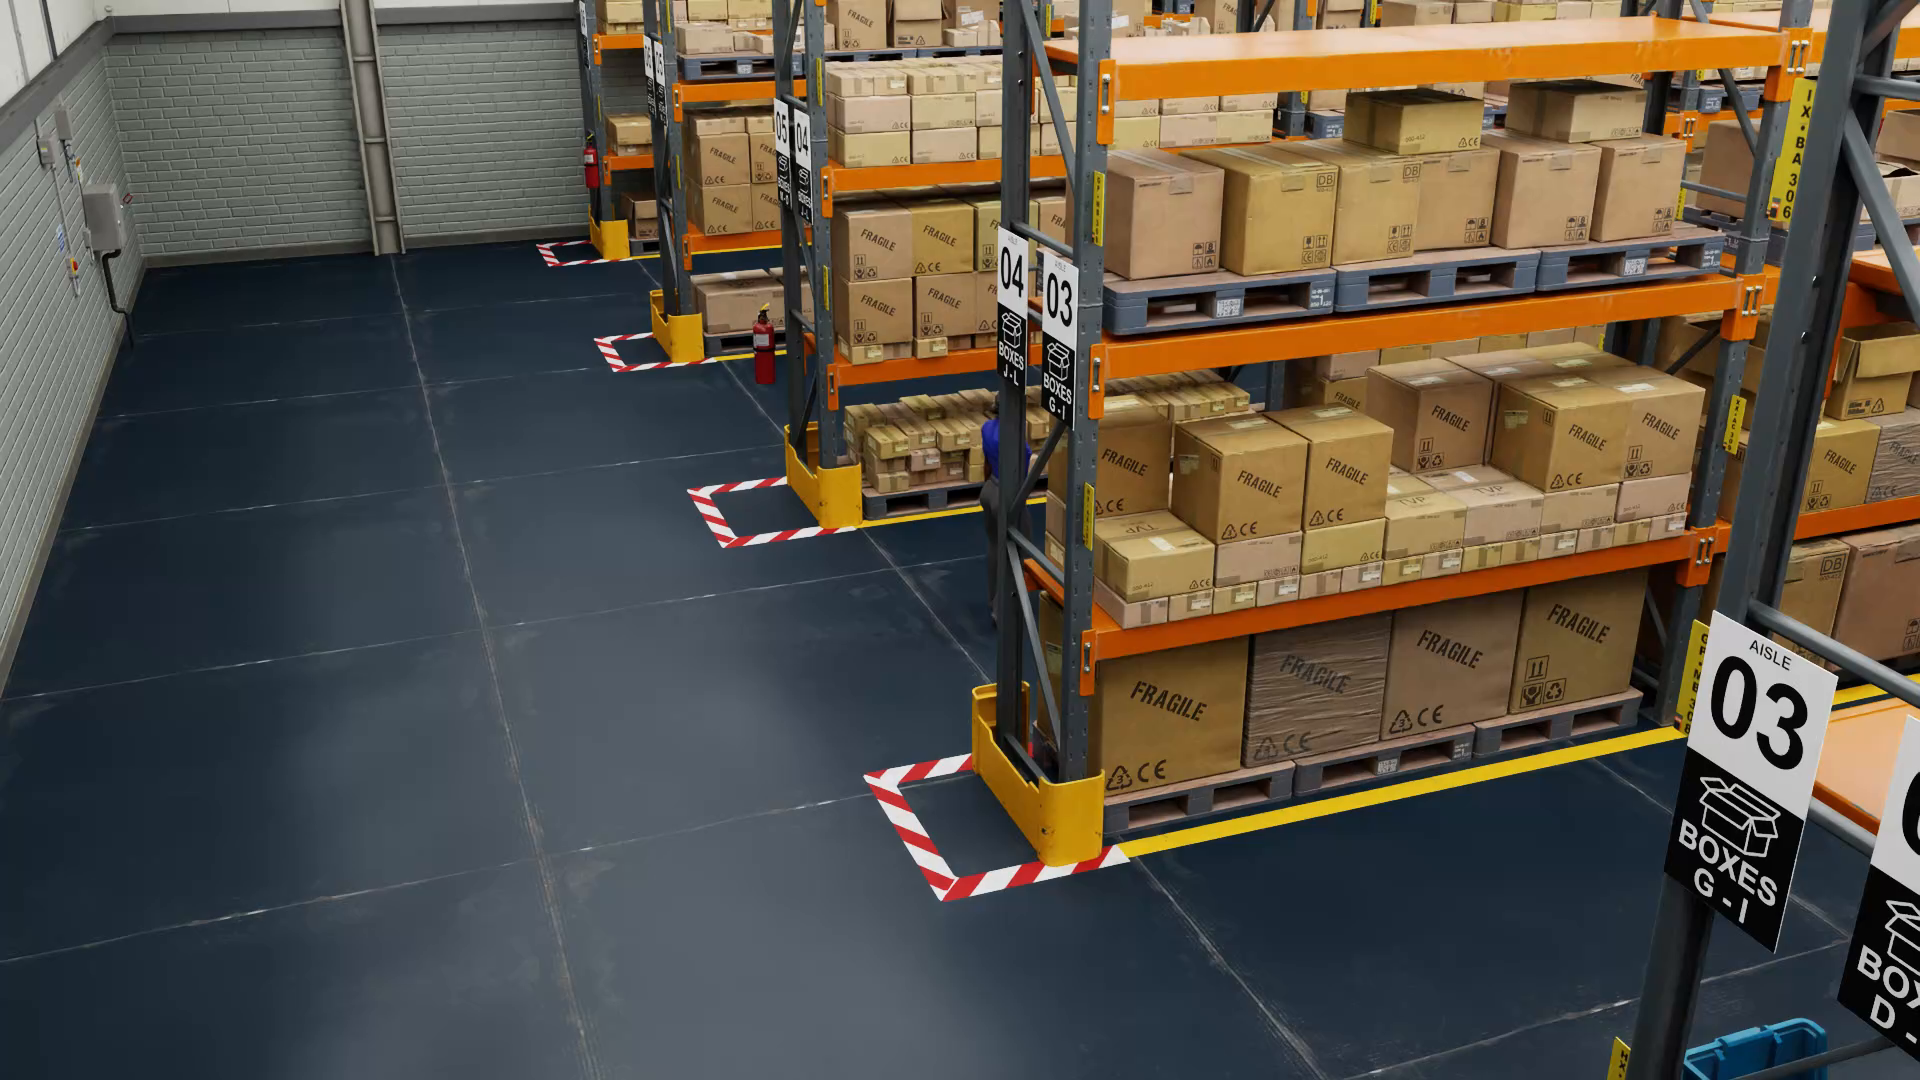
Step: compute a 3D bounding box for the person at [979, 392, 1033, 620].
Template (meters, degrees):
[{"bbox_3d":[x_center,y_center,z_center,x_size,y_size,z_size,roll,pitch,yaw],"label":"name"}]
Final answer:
[{"bbox_3d":[0.322,-0.264,11.423,0.439,1.655,0.479,-12,25,-26],"label":"person"}]
